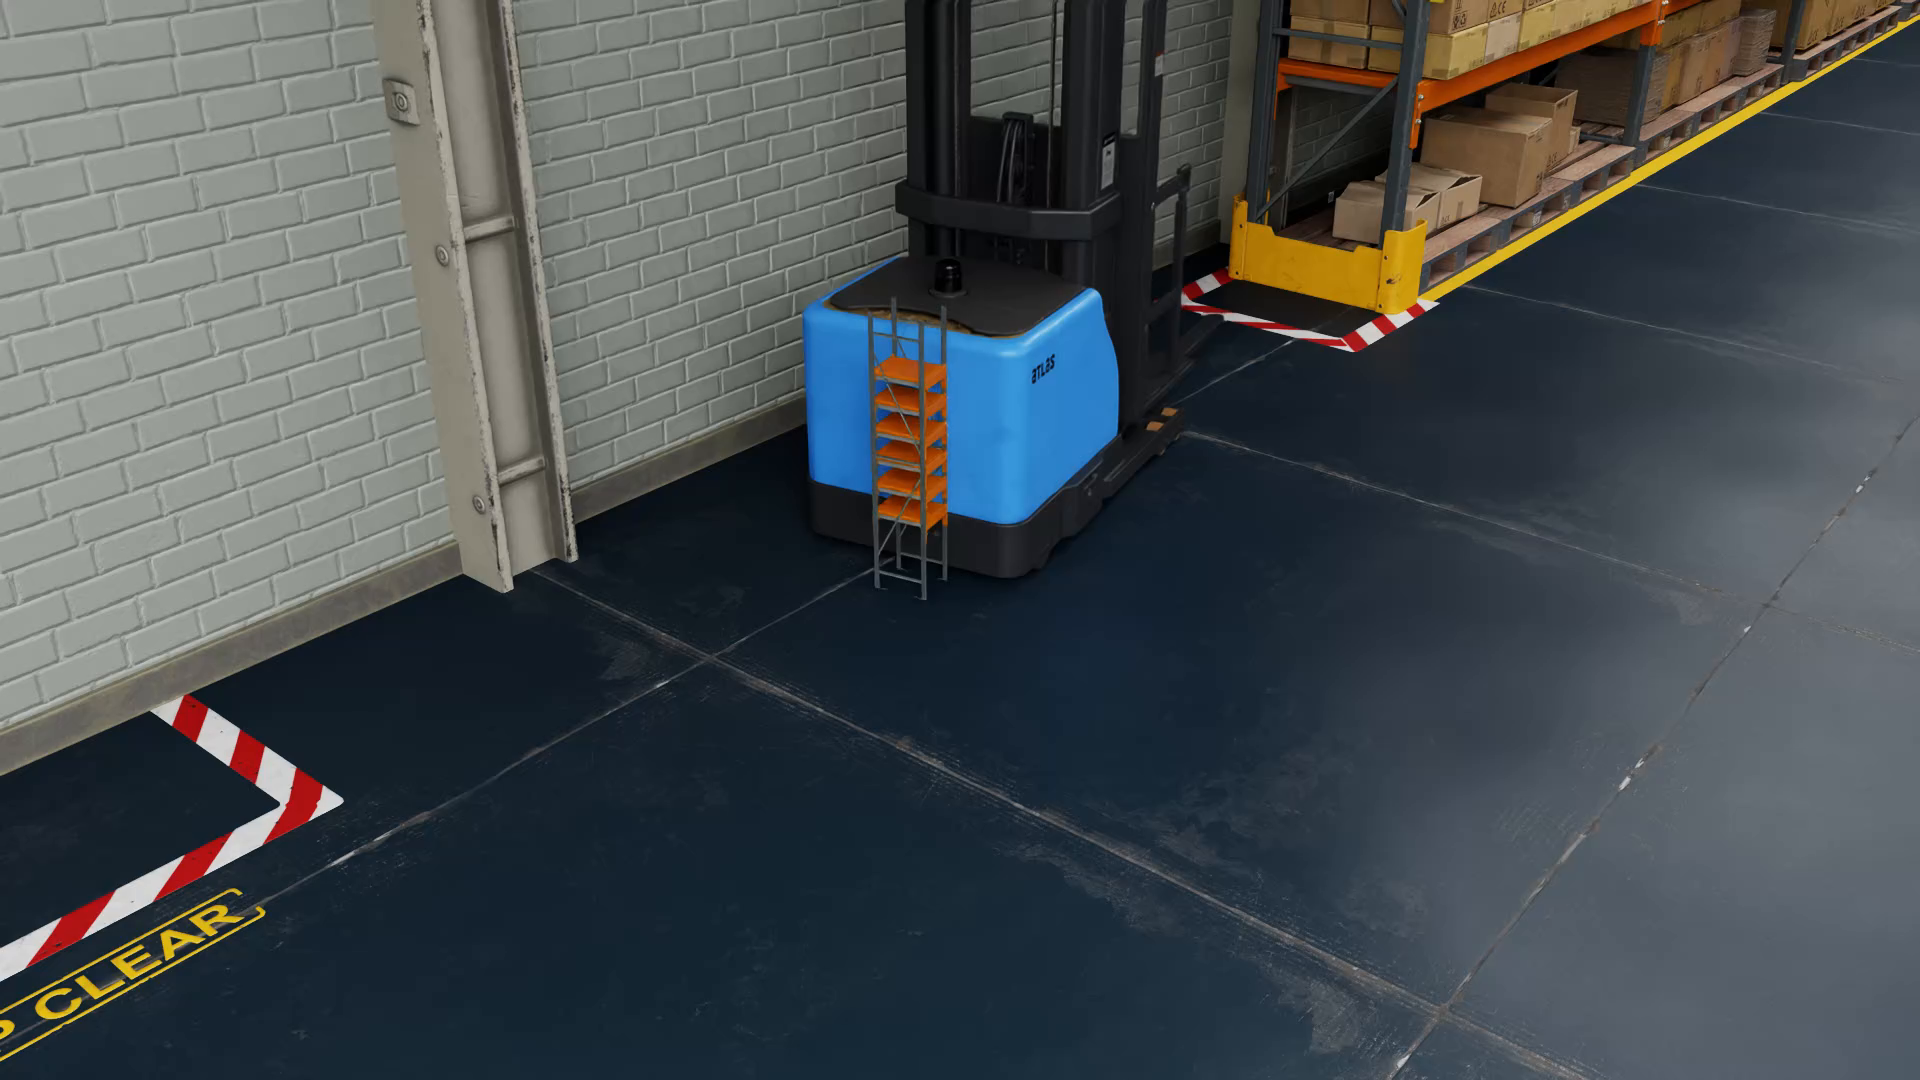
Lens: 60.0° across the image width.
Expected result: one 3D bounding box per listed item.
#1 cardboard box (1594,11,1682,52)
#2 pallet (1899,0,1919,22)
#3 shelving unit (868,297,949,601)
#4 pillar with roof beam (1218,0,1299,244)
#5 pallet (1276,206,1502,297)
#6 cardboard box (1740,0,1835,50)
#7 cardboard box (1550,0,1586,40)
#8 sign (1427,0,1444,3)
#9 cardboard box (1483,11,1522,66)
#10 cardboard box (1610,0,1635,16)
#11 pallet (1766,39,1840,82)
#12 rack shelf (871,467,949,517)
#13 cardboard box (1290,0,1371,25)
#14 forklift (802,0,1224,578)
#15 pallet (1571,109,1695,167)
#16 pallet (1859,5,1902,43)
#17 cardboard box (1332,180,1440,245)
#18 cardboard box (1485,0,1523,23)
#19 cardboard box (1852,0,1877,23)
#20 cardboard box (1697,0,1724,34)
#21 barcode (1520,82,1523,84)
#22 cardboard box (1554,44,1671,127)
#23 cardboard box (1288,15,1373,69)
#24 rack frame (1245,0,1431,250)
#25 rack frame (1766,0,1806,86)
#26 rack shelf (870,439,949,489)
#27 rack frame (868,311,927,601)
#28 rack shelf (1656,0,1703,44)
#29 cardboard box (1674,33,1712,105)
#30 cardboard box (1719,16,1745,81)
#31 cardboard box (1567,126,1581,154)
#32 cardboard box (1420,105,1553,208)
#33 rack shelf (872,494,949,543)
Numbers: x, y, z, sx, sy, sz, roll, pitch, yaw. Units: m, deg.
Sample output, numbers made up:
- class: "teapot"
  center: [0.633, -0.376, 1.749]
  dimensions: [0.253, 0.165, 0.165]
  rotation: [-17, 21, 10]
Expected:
- class: "cardboard box"
  center: [5.448, -4.115, 13.365]
  dimensions: [0.500, 0.250, 0.500]
  rotation: [20, 33, 33]
- class: "pallet"
  center: [10.348, -6.118, 18.846]
  dimensions: [1.003, 0.211, 1.213]
  rotation: [21, 34, 34]
- class: "shelving unit"
  center: [-0.202, -0.347, 6.615]
  dimensions: [0.258, 1.200, 0.189]
  rotation: [13, 30, 24]
- class: "pillar with roof beam"
  center: [5.270, -4.763, 6.662]
  dimensions: [9.100, 9.000, 0.400]
  rotation: [21, 34, 34]
- class: "pallet"
  center: [2.763, -1.921, 10.734]
  dimensions: [1.003, 0.211, 1.213]
  rotation: [21, 34, 34]
- class: "cardboard box"
  center: [7.828, -5.146, 15.815]
  dimensions: [0.750, 0.750, 0.750]
  rotation: [20, 34, 34]
- class: "cardboard box"
  center: [3.697, -3.423, 10.744]
  dimensions: [0.500, 0.250, 0.500]
  rotation: [21, 34, 35]
- class: "sign"
  center: [2.589, -3.081, 8.999]
  dimensions: [0.100, 0.325, 0.005]
  rotation: [21, 34, 34]
- class: "cardboard box"
  center: [3.045, -3.066, 10.053]
  dimensions: [0.500, 0.250, 0.500]
  rotation: [20, 33, 33]
- class: "cardboard box"
  center: [4.324, -3.785, 11.443]
  dimensions: [0.500, 0.250, 0.500]
  rotation: [21, 34, 35]
- class: "pallet"
  center: [7.819, -4.711, 16.126]
  dimensions: [1.003, 0.211, 1.213]
  rotation: [21, 34, 34]
- class: "rack shelf"
  center: [-0.202, -0.201, 6.691]
  dimensions: [0.258, 0.103, 0.180]
  rotation: [13, 30, 24]
- class: "cardboard box"
  center: [2.306, -3.360, 9.805]
  dimensions: [0.500, 0.500, 0.500]
  rotation: [20, 34, 34]
- class: "forklift"
  center: [0.463, -1.793, 7.527]
  dimensions: [1.130, 2.935, 3.031]
  rotation: [13, 30, 24]
- class: "pallet"
  center: [5.209, -3.311, 13.421]
  dimensions: [1.003, 0.211, 1.213]
  rotation: [21, 34, 34]
- class: "pallet"
  center: [9.371, -5.576, 17.798]
  dimensions: [1.003, 0.211, 1.213]
  rotation: [21, 34, 34]
- class: "cardboard box"
  center: [2.680, -2.075, 10.445]
  dimensions: [0.500, 0.311, 0.500]
  rotation: [17, 32, 29]
- class: "cardboard box"
  center: [3.028, -3.384, 9.853]
  dimensions: [0.500, 0.500, 0.500]
  rotation: [21, 34, 35]
- class: "cardboard box"
  center: [8.927, -5.757, 16.996]
  dimensions: [0.750, 0.750, 0.750]
  rotation: [22, 35, 36]
- class: "cardboard box"
  center: [6.107, -4.472, 14.055]
  dimensions: [0.500, 0.250, 0.500]
  rotation: [21, 34, 34]
- class: "barcode"
  center: [4.186, -3.379, 12.411]
  dimensions: [0.001, 0.075, 0.075]
  rotation: [21, 34, 34]
- class: "cardboard box"
  center: [5.170, -3.624, 13.233]
  dimensions: [0.700, 0.500, 0.500]
  rotation: [22, 35, 36]
- class: "cardboard box"
  center: [2.318, -3.020, 9.964]
  dimensions: [0.500, 0.250, 0.500]
  rotation: [21, 34, 35]
- class: "rack frame"
  center: [2.171, -2.855, 9.505]
  dimensions: [1.000, 3.000, 0.127]
  rotation: [21, 34, 34]
- class: "rack frame"
  center: [7.259, -5.692, 14.987]
  dimensions: [1.000, 3.000, 0.127]
  rotation: [21, 34, 34]
- class: "rack shelf"
  center: [-0.202, -0.308, 6.635]
  dimensions: [0.258, 0.103, 0.180]
  rotation: [13, 30, 24]
- class: "rack frame"
  center: [-0.243, -0.310, 6.543]
  dimensions: [0.240, 1.200, 0.006]
  rotation: [13, 30, 24]
- class: "rack shelf"
  center: [5.987, -4.663, 13.782]
  dimensions: [1.077, 0.370, 4.000]
  rotation: [21, 34, 34]
- class: "cardboard box"
  center: [5.816, -3.991, 13.942]
  dimensions: [0.700, 0.500, 0.500]
  rotation: [21, 34, 35]
- class: "cardboard box"
  center: [6.424, -4.358, 14.650]
  dimensions: [0.700, 0.500, 0.500]
  rotation: [21, 34, 34]
- class: "cardboard box"
  center: [4.398, -3.012, 12.412]
  dimensions: [0.380, 0.166, 0.250]
  rotation: [16, 31, 28]
- class: "cardboard box"
  center: [3.548, -2.607, 11.266]
  dimensions: [0.700, 0.500, 0.500]
  rotation: [18, 33, 31]
- class: "rack shelf"
  center: [-0.202, -0.094, 6.746]
  dimensions: [0.258, 0.103, 0.180]
  rotation: [13, 30, 24]
